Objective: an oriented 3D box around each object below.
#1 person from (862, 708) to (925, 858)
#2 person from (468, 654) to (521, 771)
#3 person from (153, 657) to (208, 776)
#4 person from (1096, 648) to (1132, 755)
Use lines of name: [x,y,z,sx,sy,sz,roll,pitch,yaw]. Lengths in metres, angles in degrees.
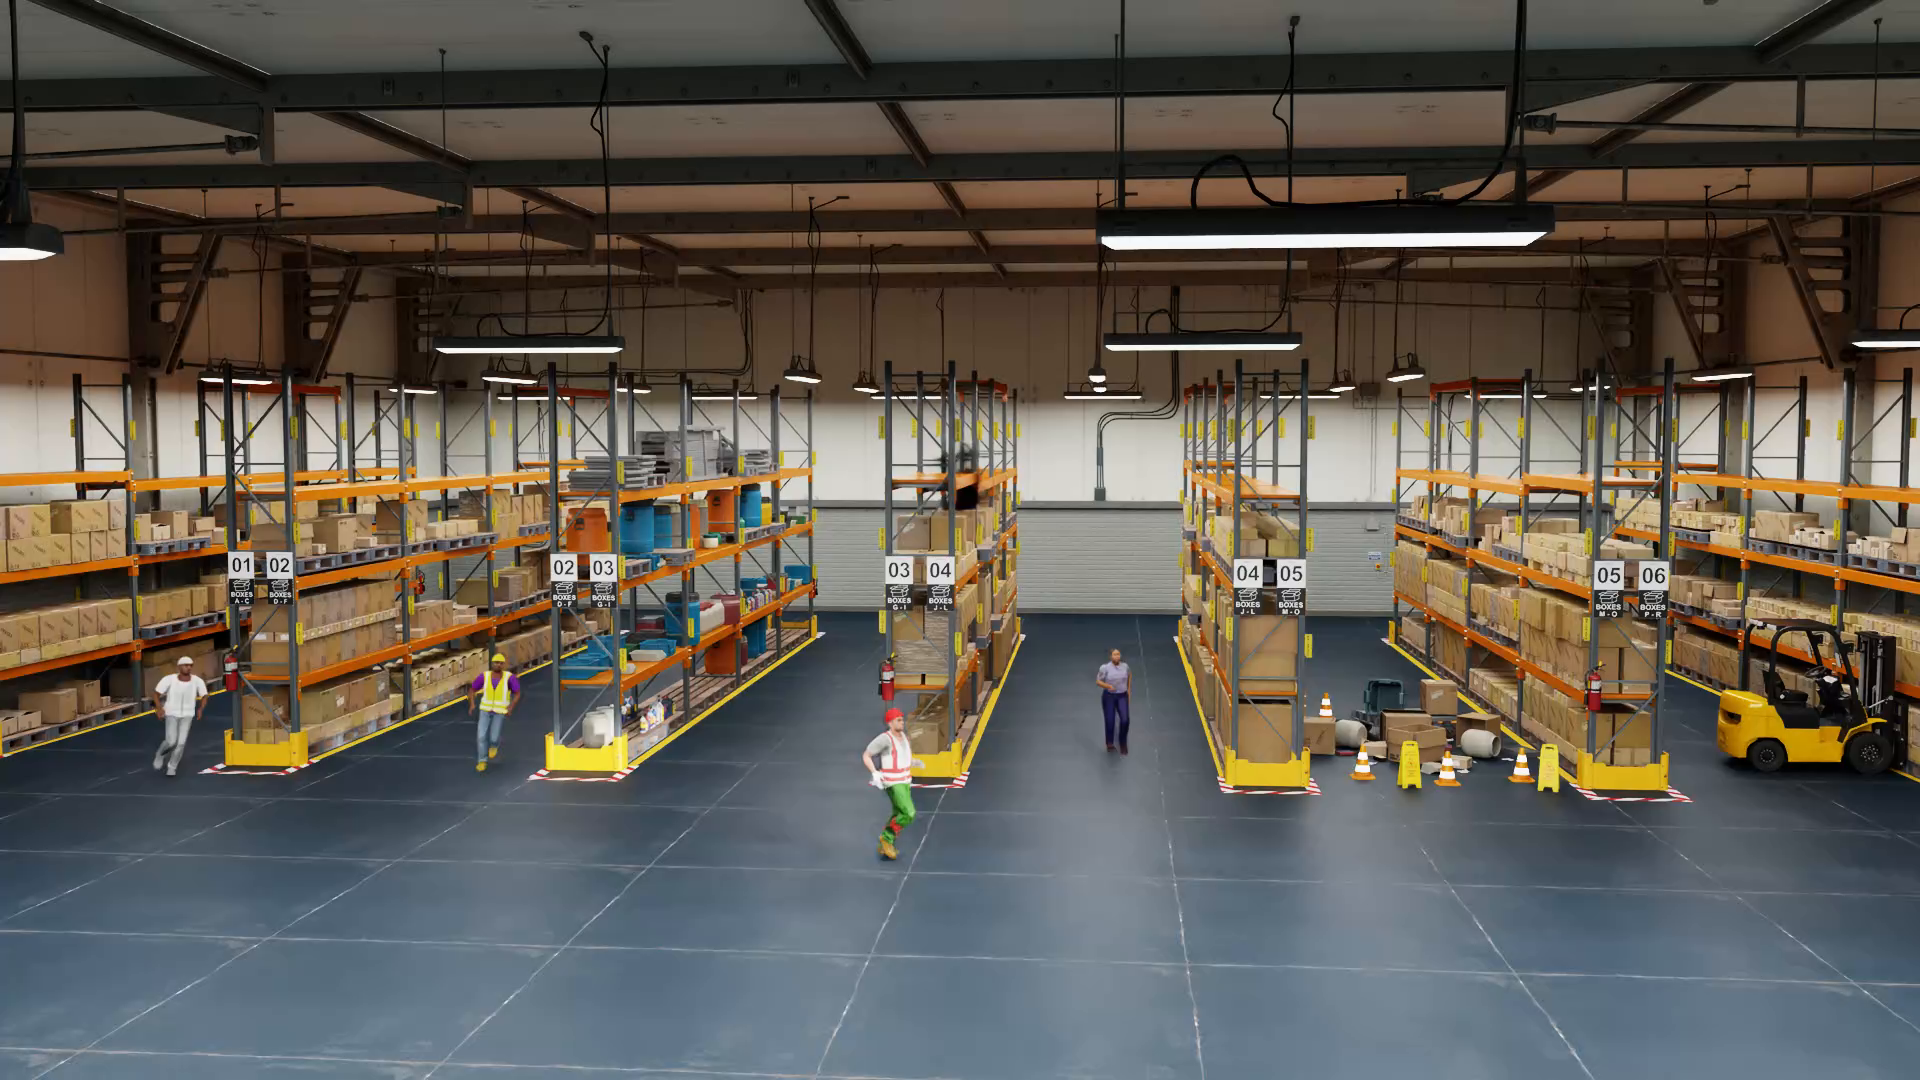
person: [-0.707,2.831,19.352,0.645,1.741,0.639,2,4,31]
person: [-6.919,2.541,24.707,0.747,1.720,0.535,0,4,-6]
person: [-11.373,2.551,24.295,0.743,1.709,0.576,-3,5,-37]
person: [2.400,2.506,25.752,0.598,1.685,0.703,0,4,-4]
